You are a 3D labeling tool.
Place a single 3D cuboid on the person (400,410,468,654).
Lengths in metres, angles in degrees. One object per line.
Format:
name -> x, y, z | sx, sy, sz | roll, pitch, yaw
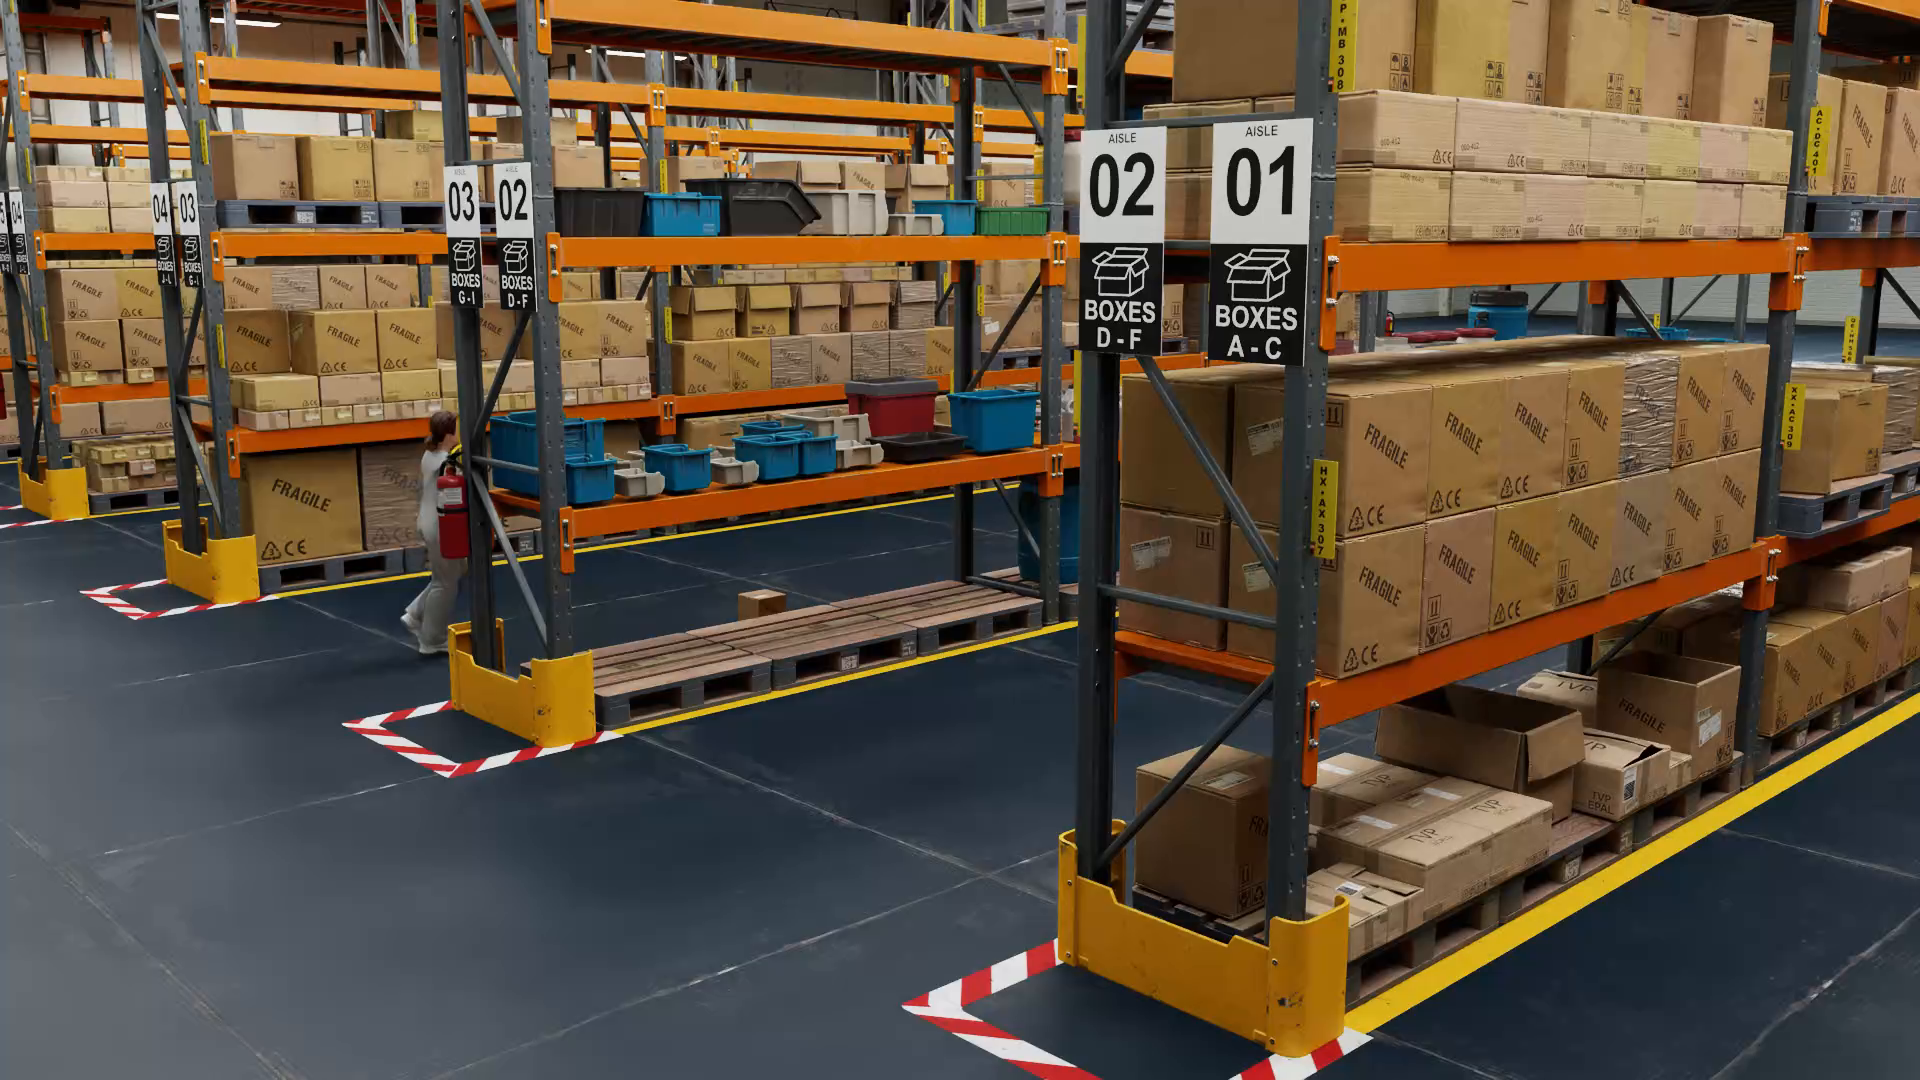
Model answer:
person -> -3.496, -0.053, 11.127 | 0.460, 1.647, 0.616 | -7, 13, -35
